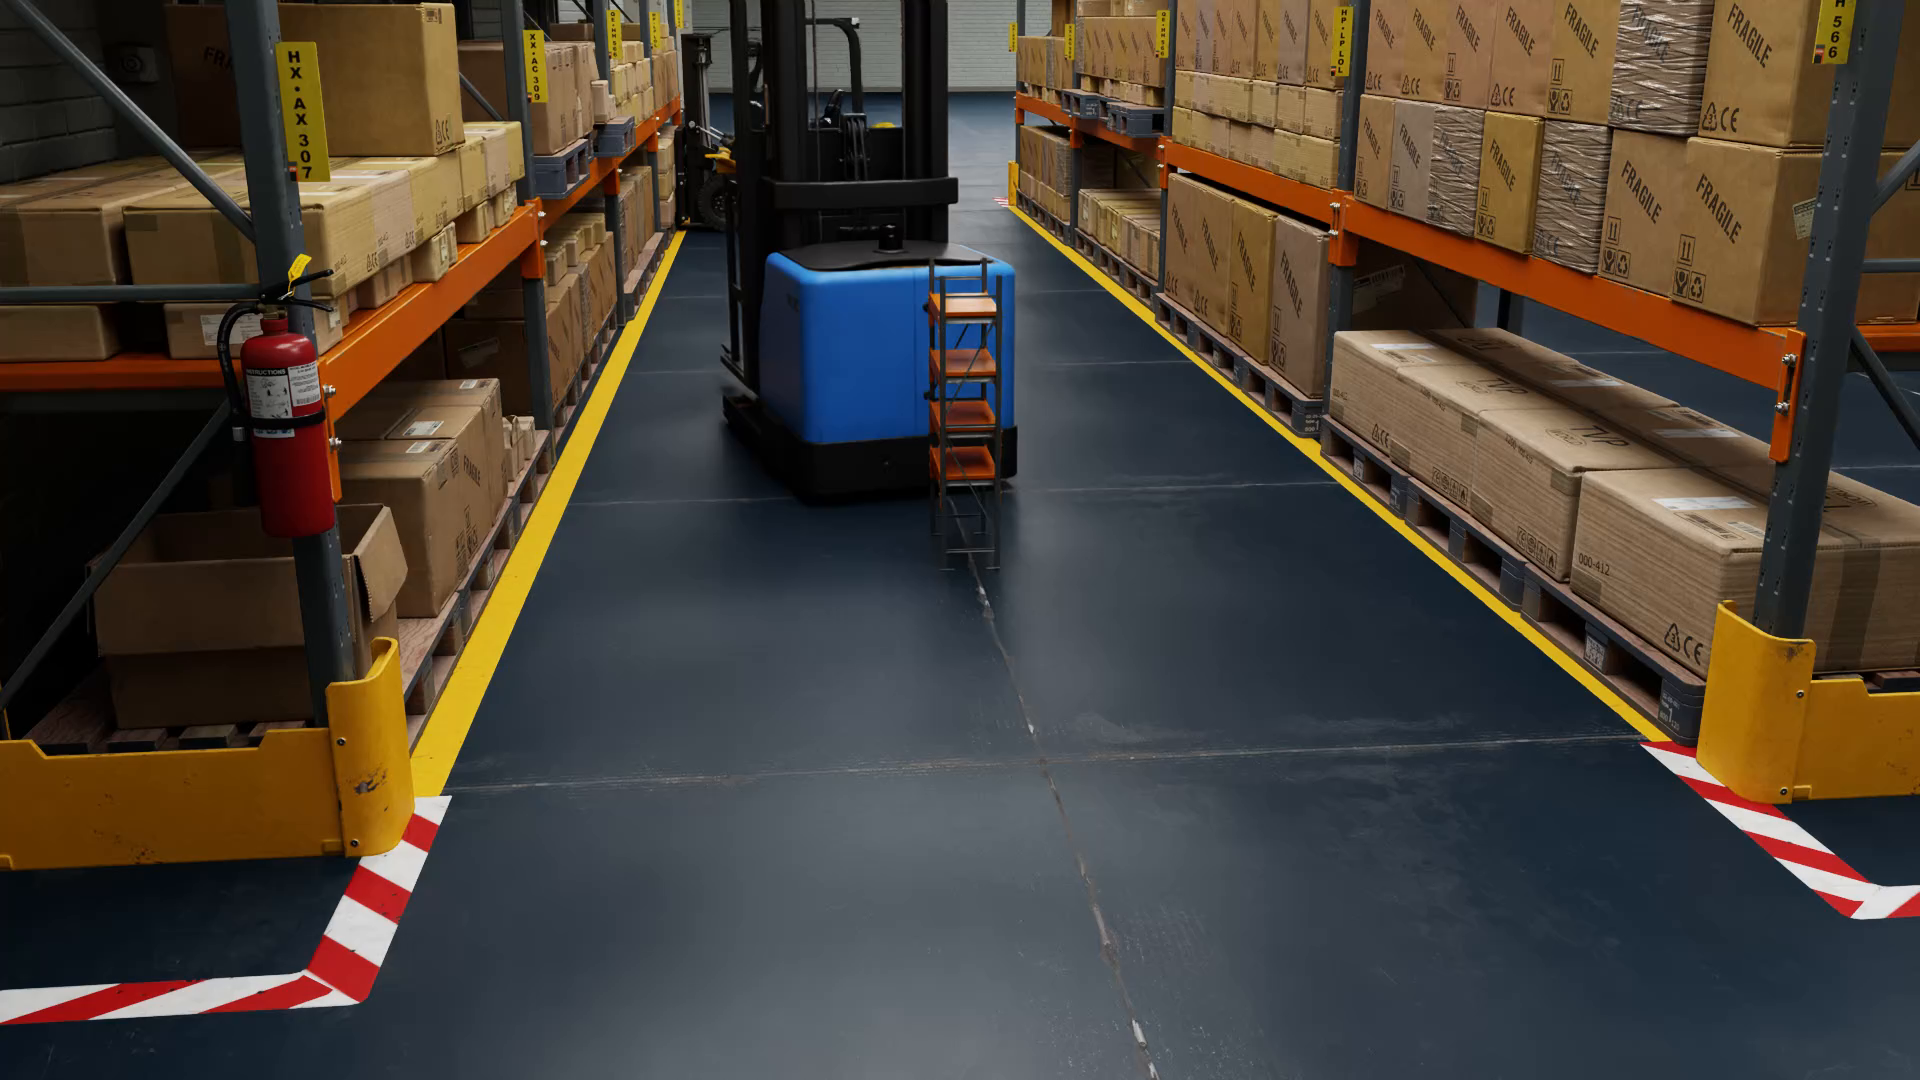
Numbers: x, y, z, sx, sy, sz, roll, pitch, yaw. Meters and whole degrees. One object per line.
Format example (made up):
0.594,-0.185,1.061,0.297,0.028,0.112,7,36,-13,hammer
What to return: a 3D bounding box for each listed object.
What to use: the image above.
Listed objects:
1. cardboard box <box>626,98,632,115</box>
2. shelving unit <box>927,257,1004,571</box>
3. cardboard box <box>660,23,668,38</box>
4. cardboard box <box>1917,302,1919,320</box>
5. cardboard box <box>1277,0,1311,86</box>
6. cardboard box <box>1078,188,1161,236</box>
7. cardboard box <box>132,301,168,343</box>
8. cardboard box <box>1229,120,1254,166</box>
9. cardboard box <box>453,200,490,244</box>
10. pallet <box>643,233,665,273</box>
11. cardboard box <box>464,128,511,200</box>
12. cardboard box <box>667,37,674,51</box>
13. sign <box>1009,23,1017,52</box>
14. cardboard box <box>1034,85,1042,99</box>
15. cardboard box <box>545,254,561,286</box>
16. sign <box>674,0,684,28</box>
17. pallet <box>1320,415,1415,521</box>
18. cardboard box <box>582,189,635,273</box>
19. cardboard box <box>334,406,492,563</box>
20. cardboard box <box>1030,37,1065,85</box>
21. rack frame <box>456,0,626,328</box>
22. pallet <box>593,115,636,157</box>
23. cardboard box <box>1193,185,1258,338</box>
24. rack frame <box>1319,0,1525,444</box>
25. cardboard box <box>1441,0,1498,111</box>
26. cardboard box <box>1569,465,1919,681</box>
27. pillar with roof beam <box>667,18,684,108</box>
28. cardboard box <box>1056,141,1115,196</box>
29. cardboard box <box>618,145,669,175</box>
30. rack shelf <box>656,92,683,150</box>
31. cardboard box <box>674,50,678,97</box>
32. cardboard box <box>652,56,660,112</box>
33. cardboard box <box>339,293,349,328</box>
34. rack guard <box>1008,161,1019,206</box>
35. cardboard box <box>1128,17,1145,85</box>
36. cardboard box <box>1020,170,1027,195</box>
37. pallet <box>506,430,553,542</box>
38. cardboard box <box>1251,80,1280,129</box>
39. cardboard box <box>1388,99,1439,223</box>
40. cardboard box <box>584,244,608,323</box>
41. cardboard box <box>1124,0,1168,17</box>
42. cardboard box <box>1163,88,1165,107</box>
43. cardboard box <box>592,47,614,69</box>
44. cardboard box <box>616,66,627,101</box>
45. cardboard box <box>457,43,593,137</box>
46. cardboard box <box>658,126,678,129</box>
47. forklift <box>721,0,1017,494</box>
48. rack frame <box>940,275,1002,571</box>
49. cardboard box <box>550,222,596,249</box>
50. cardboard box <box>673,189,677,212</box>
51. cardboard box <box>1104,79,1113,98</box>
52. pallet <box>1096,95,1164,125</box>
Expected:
-2.852,-3.348,13.085,0.500,0.250,0.500,-2,18,-7,cardboard box
0.017,-0.523,6.840,0.258,1.200,0.503,-2,18,-6,shelving unit
-3.289,-5.382,17.567,0.380,0.149,0.250,-1,17,-5,cardboard box
3.056,-0.948,5.021,0.500,0.500,0.500,-2,18,-6,cardboard box
2.051,-2.744,9.073,0.500,0.500,0.500,-1,17,-5,cardboard box
1.639,-3.114,15.773,0.950,0.372,0.625,-2,17,-5,cardboard box
-2.383,-0.642,4.632,0.380,0.149,0.250,-1,17,-4,cardboard box
1.968,-2.450,10.225,0.500,0.250,0.500,-2,18,-6,cardboard box
-2.092,-1.270,6.635,0.380,0.149,0.250,-2,18,-6,cardboard box
-3.240,-2.620,15.170,1.003,0.211,1.213,-2,18,-6,pallet
-2.168,-1.563,6.900,0.500,0.250,0.500,-2,18,-5,cardboard box
-3.397,-5.548,18.591,0.380,0.149,0.250,-1,17,-5,cardboard box
0.630,-5.911,19.553,0.100,0.325,0.005,-2,18,-6,sign
1.026,-4.978,18.445,0.380,0.149,0.250,-1,17,-4,cardboard box
-2.476,-1.531,9.434,0.380,0.149,0.250,-2,18,-6,cardboard box
-3.226,-6.039,19.075,0.100,0.325,0.005,-2,18,-6,sign
2.408,-0.380,8.036,1.003,0.211,1.213,-2,18,-6,pallet
-3.068,-2.425,13.157,0.875,0.625,0.625,-1,17,-4,cardboard box
-2.090,-0.203,6.288,0.500,0.500,0.500,-1,17,-5,cardboard box
1.053,-5.249,18.225,0.500,0.500,0.500,-2,18,-7,cardboard box
-2.942,-2.977,11.652,1.000,3.000,0.127,-2,18,-6,rack frame
-2.802,-2.686,11.044,1.213,0.211,1.003,-2,18,-6,pallet
2.071,-1.844,10.889,0.875,0.875,0.875,-2,17,-5,cardboard box
2.407,-1.940,8.348,1.000,3.000,0.127,-2,18,-6,rack frame
2.303,-2.011,6.740,0.500,0.500,0.500,-1,17,-5,cardboard box
2.652,0.081,5.489,0.875,0.438,0.875,-2,18,-8,cardboard box
-2.785,-15.271,40.795,9.100,9.000,0.400,-2,18,-6,pillar with roof beam
1.254,-3.737,16.711,0.500,0.500,0.500,-2,18,-6,cardboard box
-3.092,-3.688,16.137,0.500,0.250,0.500,-2,18,-6,cardboard box
-3.561,-4.421,17.454,1.077,0.370,4.000,-2,18,-6,rack shelf
-3.455,-5.270,18.788,0.500,0.500,0.500,-2,18,-7,cardboard box
-3.141,-4.357,15.880,0.500,0.500,0.500,-2,18,-7,cardboard box
-1.950,-0.654,4.673,0.380,0.149,0.250,-1,17,-4,cardboard box
1.177,-4.300,20.038,1.175,0.500,0.348,-2,18,-6,rack guard
1.607,-3.802,12.915,0.500,0.500,0.500,-2,18,-7,cardboard box
0.978,-4.155,19.292,0.500,0.250,0.500,-2,18,-6,cardboard box
-2.460,-0.250,7.622,1.003,0.211,1.213,-2,18,-6,pallet
2.002,-2.533,9.654,0.500,0.250,0.500,-1,17,-4,cardboard box
2.243,-1.689,7.384,0.500,0.500,0.500,-2,18,-5,cardboard box
-2.643,-1.716,11.107,0.500,0.500,0.500,-2,18,-6,cardboard box
1.545,-4.310,13.449,0.380,0.149,0.250,-3,18,-8,cardboard box
1.727,-3.302,12.406,0.380,0.149,0.250,-1,17,-4,cardboard box
-2.682,-3.438,11.871,0.380,0.149,0.250,-1,17,-4,cardboard box
-2.795,-3.433,12.520,0.500,0.250,0.500,-1,17,-4,cardboard box
-2.491,-2.572,9.495,0.700,0.500,0.500,-2,18,-6,cardboard box
-3.409,-4.598,19.037,0.500,0.250,0.500,-1,17,-4,cardboard box
-0.675,-2.009,8.683,1.130,2.935,3.031,-6,18,-17,forklift
0.042,-0.450,6.609,0.240,1.200,0.015,-2,18,-6,rack frame
-2.597,-1.995,10.912,0.380,0.149,0.250,-2,18,-7,cardboard box
-3.211,-3.515,17.255,0.500,0.250,0.500,-1,17,-5,cardboard box
1.432,-3.840,14.119,0.380,0.149,0.250,-1,17,-4,cardboard box
1.750,-3.628,14.047,1.003,0.211,1.213,-2,18,-6,pallet
